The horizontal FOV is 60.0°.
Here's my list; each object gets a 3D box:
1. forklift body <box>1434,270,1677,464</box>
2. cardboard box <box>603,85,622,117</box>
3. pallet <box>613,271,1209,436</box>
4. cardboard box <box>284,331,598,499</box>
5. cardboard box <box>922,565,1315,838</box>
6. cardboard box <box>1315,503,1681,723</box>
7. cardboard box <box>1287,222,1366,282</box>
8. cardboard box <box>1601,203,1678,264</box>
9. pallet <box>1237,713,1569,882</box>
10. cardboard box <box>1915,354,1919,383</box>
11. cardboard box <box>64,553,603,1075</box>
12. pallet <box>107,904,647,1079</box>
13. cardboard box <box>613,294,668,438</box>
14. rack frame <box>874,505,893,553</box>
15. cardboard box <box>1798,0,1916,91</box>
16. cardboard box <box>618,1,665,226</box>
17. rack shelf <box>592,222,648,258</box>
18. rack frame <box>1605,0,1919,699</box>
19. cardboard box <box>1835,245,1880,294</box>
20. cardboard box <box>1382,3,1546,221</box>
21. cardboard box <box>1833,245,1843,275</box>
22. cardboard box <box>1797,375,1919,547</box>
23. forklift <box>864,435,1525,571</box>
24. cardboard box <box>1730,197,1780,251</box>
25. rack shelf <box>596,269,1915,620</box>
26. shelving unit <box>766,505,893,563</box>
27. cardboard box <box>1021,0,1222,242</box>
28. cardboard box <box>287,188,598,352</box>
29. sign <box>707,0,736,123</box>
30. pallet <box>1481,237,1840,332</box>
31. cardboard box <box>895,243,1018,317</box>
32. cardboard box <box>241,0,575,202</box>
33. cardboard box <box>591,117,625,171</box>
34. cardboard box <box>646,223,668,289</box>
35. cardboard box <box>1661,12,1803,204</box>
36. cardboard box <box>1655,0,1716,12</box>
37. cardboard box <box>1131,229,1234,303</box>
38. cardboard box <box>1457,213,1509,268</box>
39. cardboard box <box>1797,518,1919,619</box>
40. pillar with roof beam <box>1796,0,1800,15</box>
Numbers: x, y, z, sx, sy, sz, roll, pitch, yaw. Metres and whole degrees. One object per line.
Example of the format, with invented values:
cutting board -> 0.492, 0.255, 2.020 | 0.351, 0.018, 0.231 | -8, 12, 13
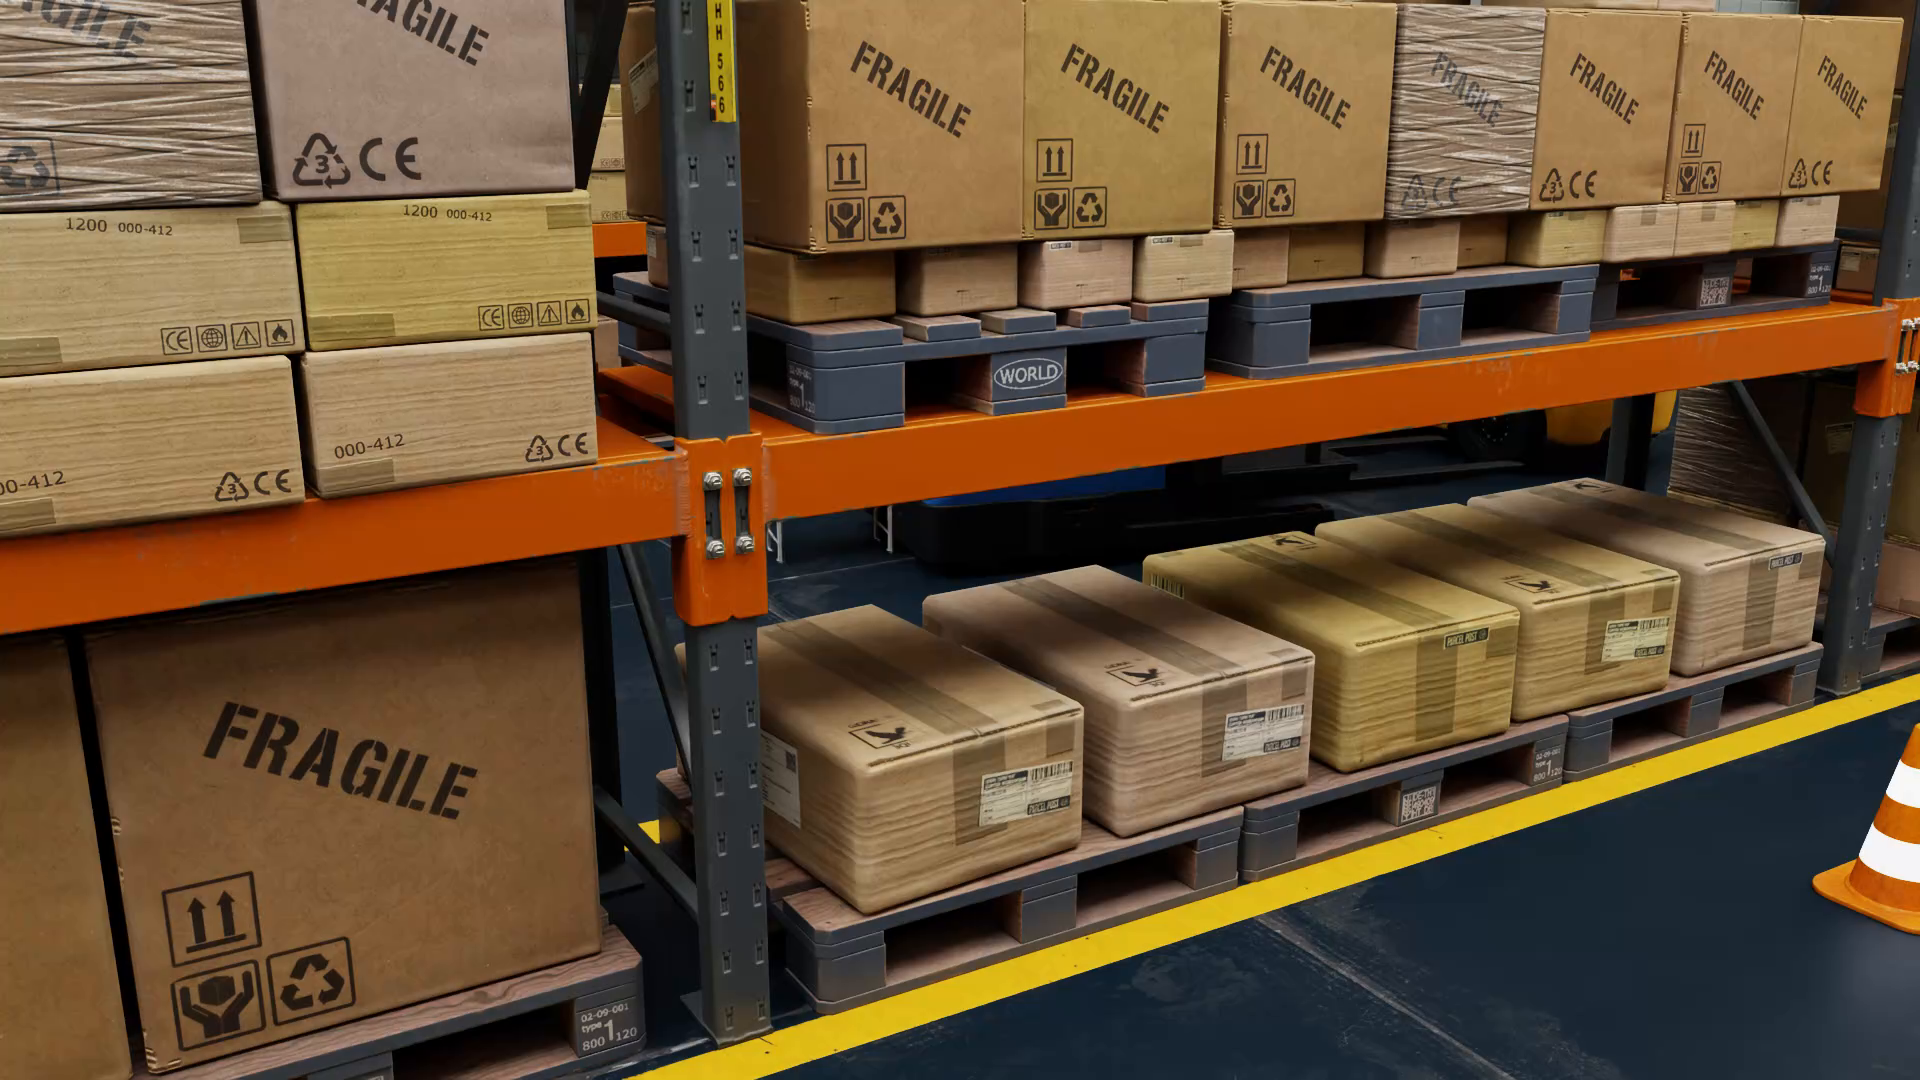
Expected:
forklift body -> 2.896, -1.649, 9.307 | 1.214, 2.155, 2.313 | -9, 18, -30
cardboard box -> -1.750, -2.150, 8.134 | 0.250, 0.149, 0.380 | -9, 18, -29
pallet -> -0.160, -0.515, 4.043 | 1.003, 0.211, 1.213 | -9, 18, -30
cardboard box -> -1.016, -0.281, 3.131 | 0.500, 0.250, 0.500 | -10, 18, -32
cardboard box -> 0.402, 0.399, 4.519 | 0.625, 0.372, 0.950 | -10, 18, -31
cardboard box -> 1.650, 0.198, 5.236 | 0.625, 0.372, 0.950 | -8, 18, -26
cardboard box -> 0.811, -0.759, 4.247 | 0.250, 0.149, 0.380 | -8, 18, -28
cardboard box -> 1.760, -0.872, 4.651 | 0.250, 0.149, 0.380 | -9, 18, -29
pallet -> 0.999, 0.583, 4.940 | 1.213, 0.211, 1.003 | -9, 18, -30
cardboard box -> 3.496, -0.614, 5.768 | 0.250, 0.149, 0.380 | -9, 18, -29
cardboard box -> -1.351, 0.414, 3.532 | 0.875, 0.875, 0.875 | -9, 18, -30
pallet -> -1.431, 0.952, 3.624 | 1.213, 0.211, 1.003 | -9, 18, -30
cardboard box -> -1.601, -0.960, 8.898 | 0.625, 0.625, 0.875 | -10, 19, -32
rack frame -> -0.338, -0.552, 7.157 | 0.015, 1.200, 0.240 | -5, 17, -18
cardboard box -> 3.202, -1.723, 5.410 | 0.500, 0.500, 0.700 | -9, 18, -30
cardboard box -> -0.469, -1.004, 3.921 | 0.500, 0.500, 0.500 | -10, 18, -31
rack shelf -> -1.561, -1.563, 8.760 | 4.000, 0.370, 1.077 | -9, 18, -30
rack frame -> 2.713, -1.039, 5.560 | 0.127, 3.000, 1.000 | -9, 18, -30
cardboard box -> 3.148, -0.888, 5.485 | 0.250, 0.149, 0.380 | -9, 18, -30
cardboard box -> 1.116, -1.103, 4.273 | 0.500, 0.500, 0.500 | -10, 19, -32
cardboard box -> 3.042, -1.070, 6.134 | 0.250, 0.149, 0.380 | -9, 18, -28
cardboard box -> 3.358, -0.298, 5.843 | 0.500, 0.500, 0.500 | -8, 18, -27
forklift -> 1.130, -1.503, 7.343 | 3.031, 2.935, 1.130 | -5, 17, -18
cardboard box -> 2.179, -0.952, 4.938 | 0.250, 0.149, 0.380 | -10, 18, -31
rack shelf -> 0.998, -0.415, 4.665 | 4.000, 0.370, 1.077 | -9, 18, -30
shelving unit -> -0.568, -0.531, 7.081 | 0.503, 1.200, 0.258 | -5, 17, -18
cardboard box -> 0.232, -0.960, 3.762 | 0.500, 0.500, 0.500 | -8, 18, -27
cardboard box -> -1.000, -0.526, 3.079 | 0.500, 0.250, 0.500 | -9, 18, -30
sign -> -0.427, -0.913, 2.963 | 0.005, 0.325, 0.100 | -9, 18, -30
pallet -> 1.983, -0.874, 5.327 | 1.213, 0.211, 1.003 | -9, 18, -30
cardboard box -> -0.082, -0.598, 3.674 | 0.250, 0.149, 0.380 | -11, 19, -33
cardboard box -> -1.024, -0.880, 2.955 | 0.500, 0.500, 0.500 | -10, 18, -31
cardboard box -> -1.882, -1.943, 8.134 | 0.500, 0.250, 0.500 | -10, 18, -31
cardboard box -> -0.556, -0.664, 3.910 | 0.250, 0.149, 0.380 | -8, 18, -28
cardboard box -> 2.011, -1.246, 4.784 | 0.500, 0.500, 0.500 | -9, 18, -29
cardboard box -> 1.849, -1.530, 4.594 | 0.250, 0.149, 0.380 | -10, 18, -31
cardboard box -> 0.423, -0.659, 3.891 | 0.250, 0.149, 0.380 | -9, 18, -29
cardboard box -> 1.253, -0.834, 4.514 | 0.250, 0.149, 0.380 | -10, 18, -32
cardboard box -> 3.358, 0.063, 5.944 | 0.500, 0.250, 0.500 | -10, 19, -32
pillar with roof beam -> 9.881, -5.582, 10.649 | 0.400, 9.000, 9.100 | -9, 18, -30
